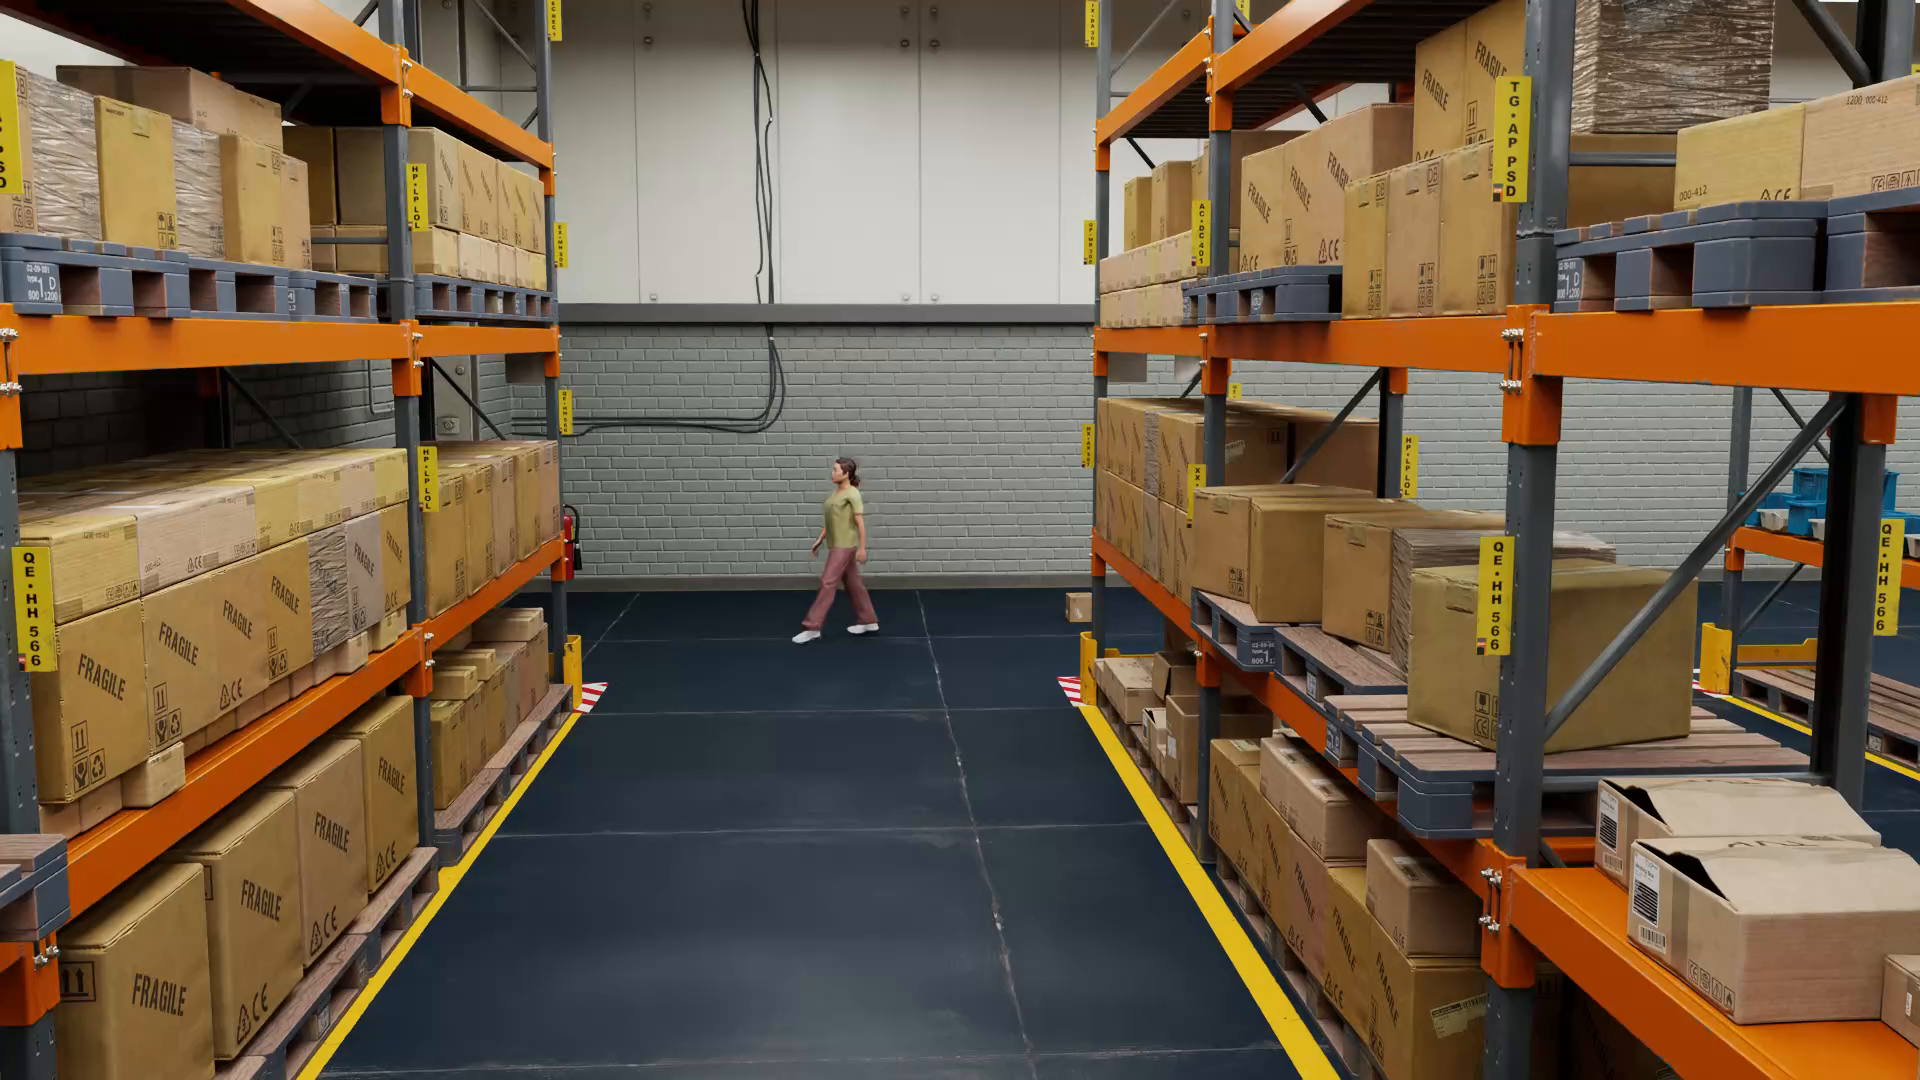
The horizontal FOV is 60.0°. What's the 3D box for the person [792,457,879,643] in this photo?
[{"bbox_3d":[-1.163,0.073,15.117,0.909,1.631,0.477,-3,8,-26],"label":"person"}]
